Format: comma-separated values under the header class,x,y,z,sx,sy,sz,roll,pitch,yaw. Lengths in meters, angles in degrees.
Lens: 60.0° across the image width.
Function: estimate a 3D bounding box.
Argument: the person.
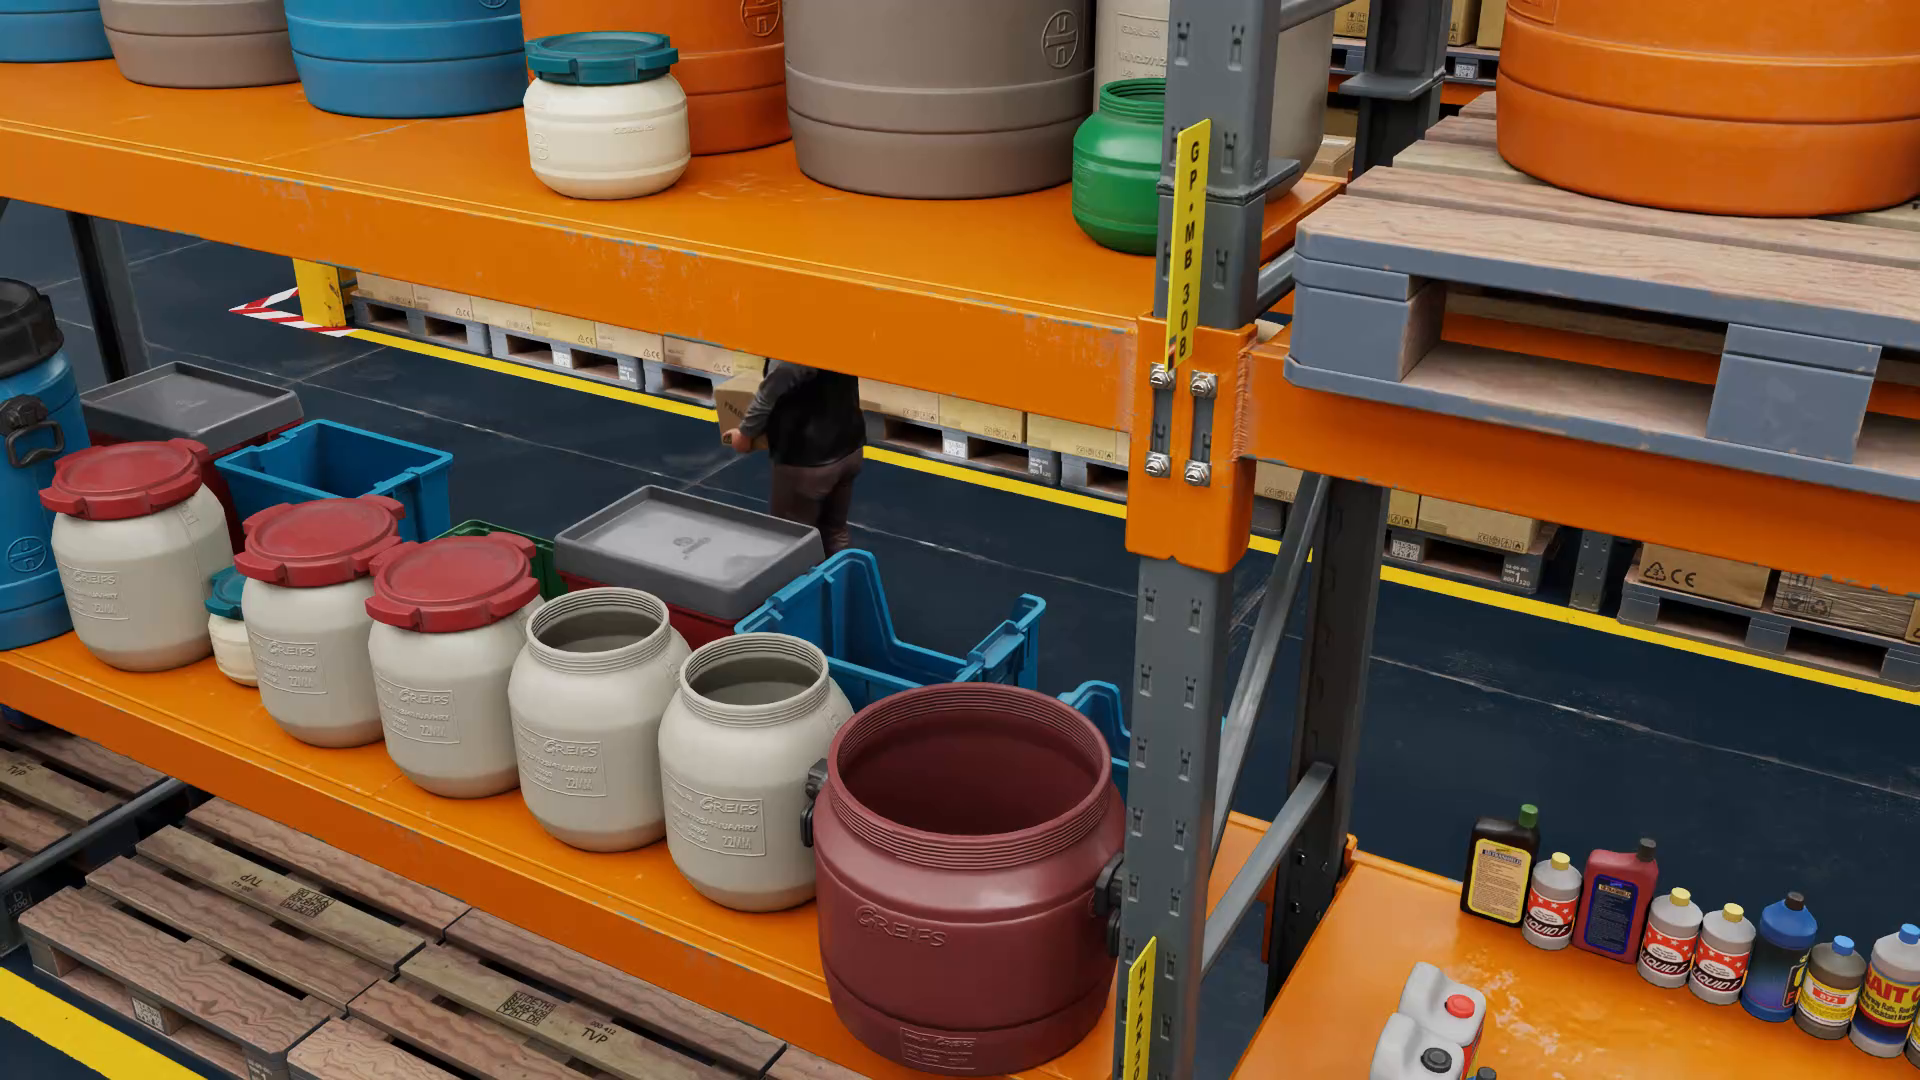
class,x,y,z,sx,sy,sz,roll,pitch,yaw
person,-0.683,-0.351,6.858,0.554,1.716,0.494,15,30,27
